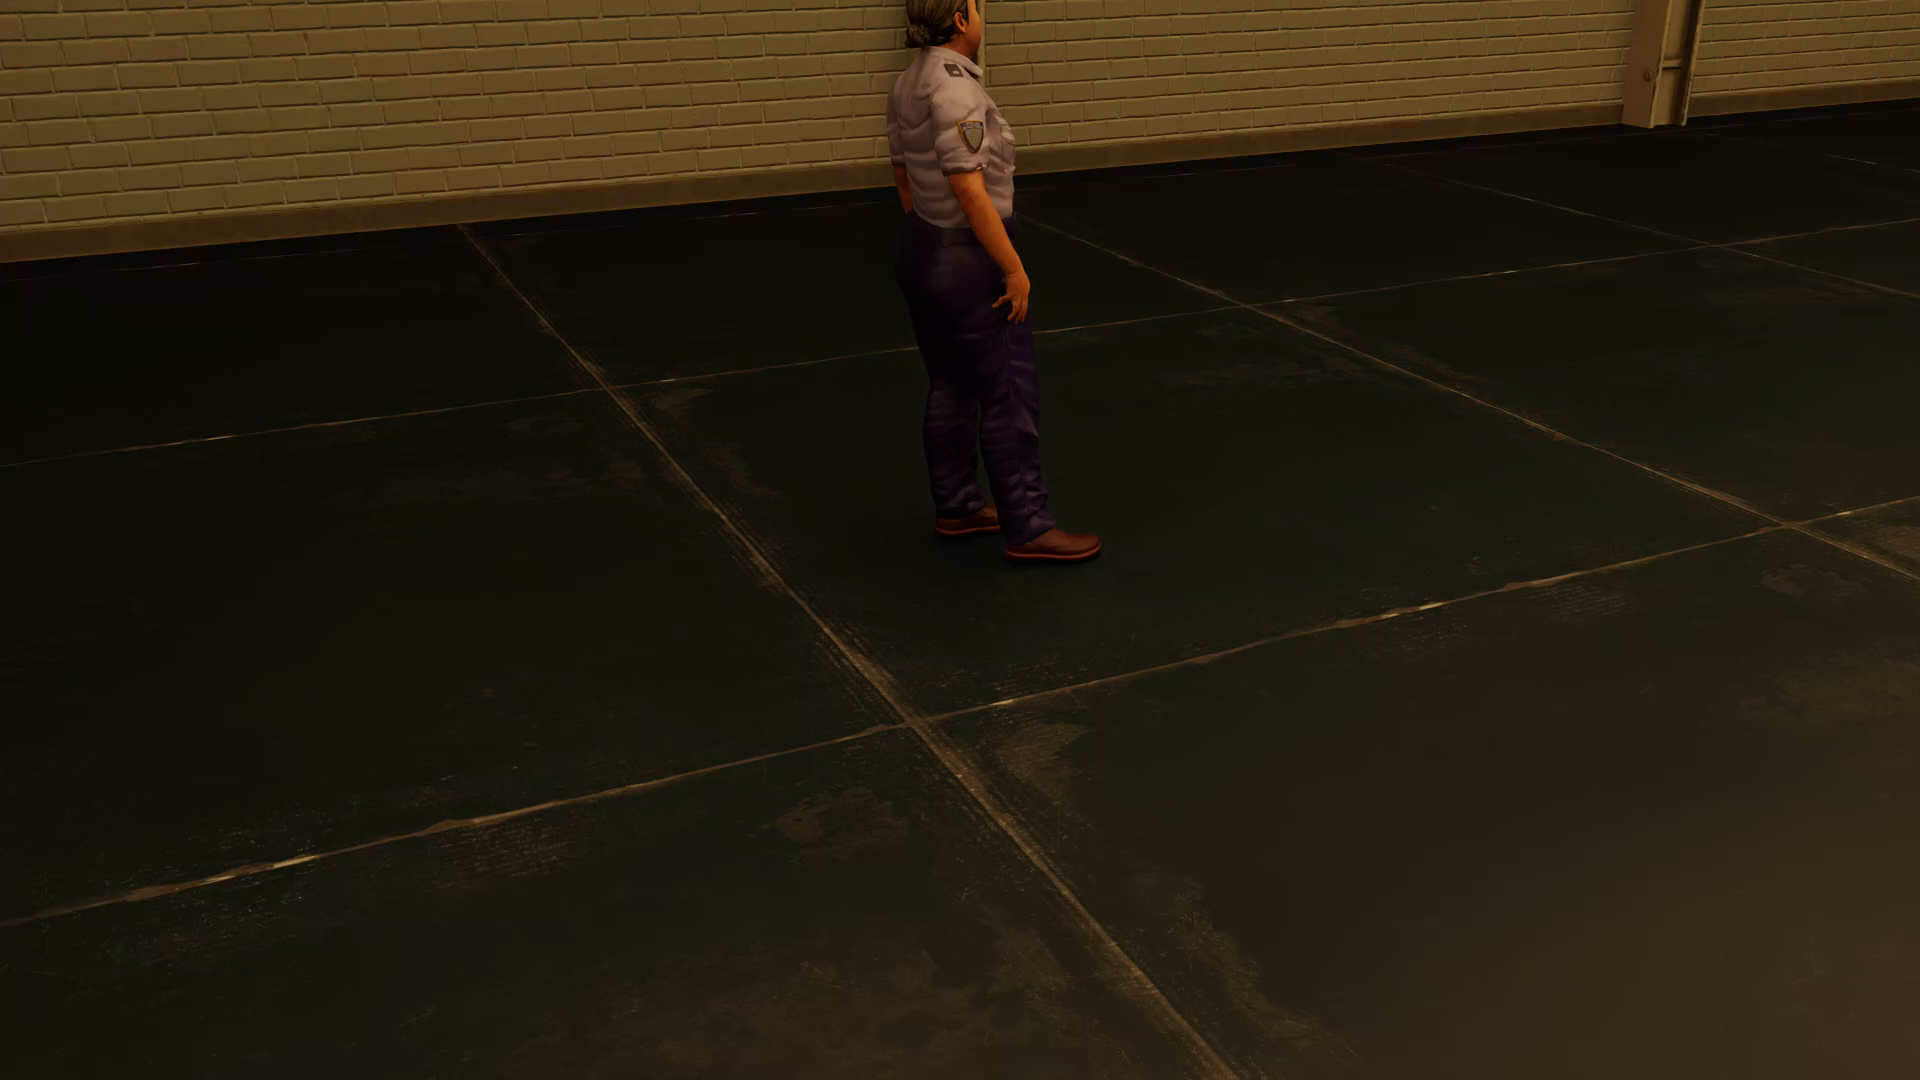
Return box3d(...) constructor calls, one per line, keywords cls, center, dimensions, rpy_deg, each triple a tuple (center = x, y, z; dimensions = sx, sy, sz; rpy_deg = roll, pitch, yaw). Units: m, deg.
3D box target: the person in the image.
box3d(cls="person", center=(0.091, -0.774, 4.804), dimensions=(0.502, 1.651, 0.598), rpy_deg=(-10, 25, -23))
